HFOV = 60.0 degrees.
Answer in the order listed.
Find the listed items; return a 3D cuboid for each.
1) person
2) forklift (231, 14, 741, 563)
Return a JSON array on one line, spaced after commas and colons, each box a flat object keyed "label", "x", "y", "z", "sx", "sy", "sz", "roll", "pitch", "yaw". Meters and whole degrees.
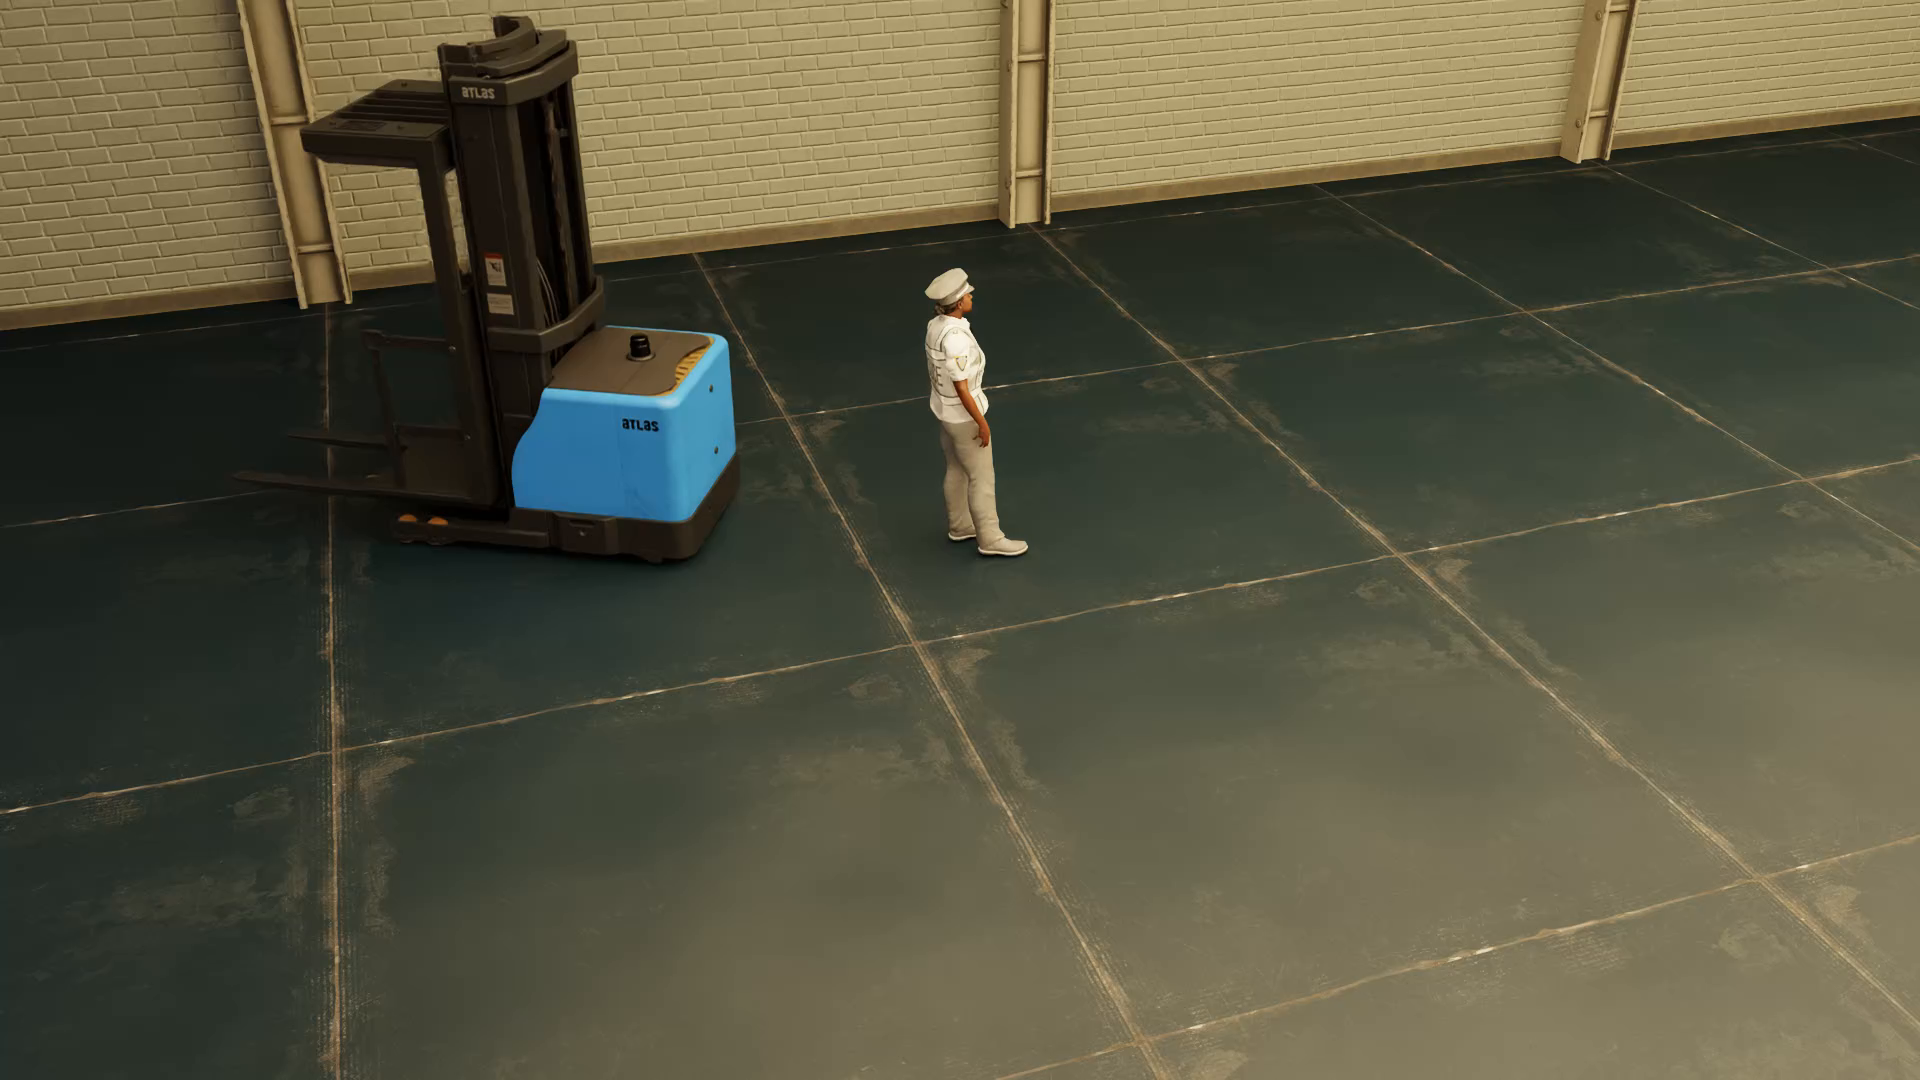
[{"label": "person", "x": 0.078, "y": -0.743, "z": 9.604, "sx": 0.528, "sy": 1.695, "sz": 0.569, "roll": -10, "pitch": 31, "yaw": -16}, {"label": "forklift", "x": -2.951, "y": -1.487, "z": 9.671, "sx": 3.031, "sy": 2.935, "sz": 1.130, "roll": 5, "pitch": 30, "yaw": 9}]
